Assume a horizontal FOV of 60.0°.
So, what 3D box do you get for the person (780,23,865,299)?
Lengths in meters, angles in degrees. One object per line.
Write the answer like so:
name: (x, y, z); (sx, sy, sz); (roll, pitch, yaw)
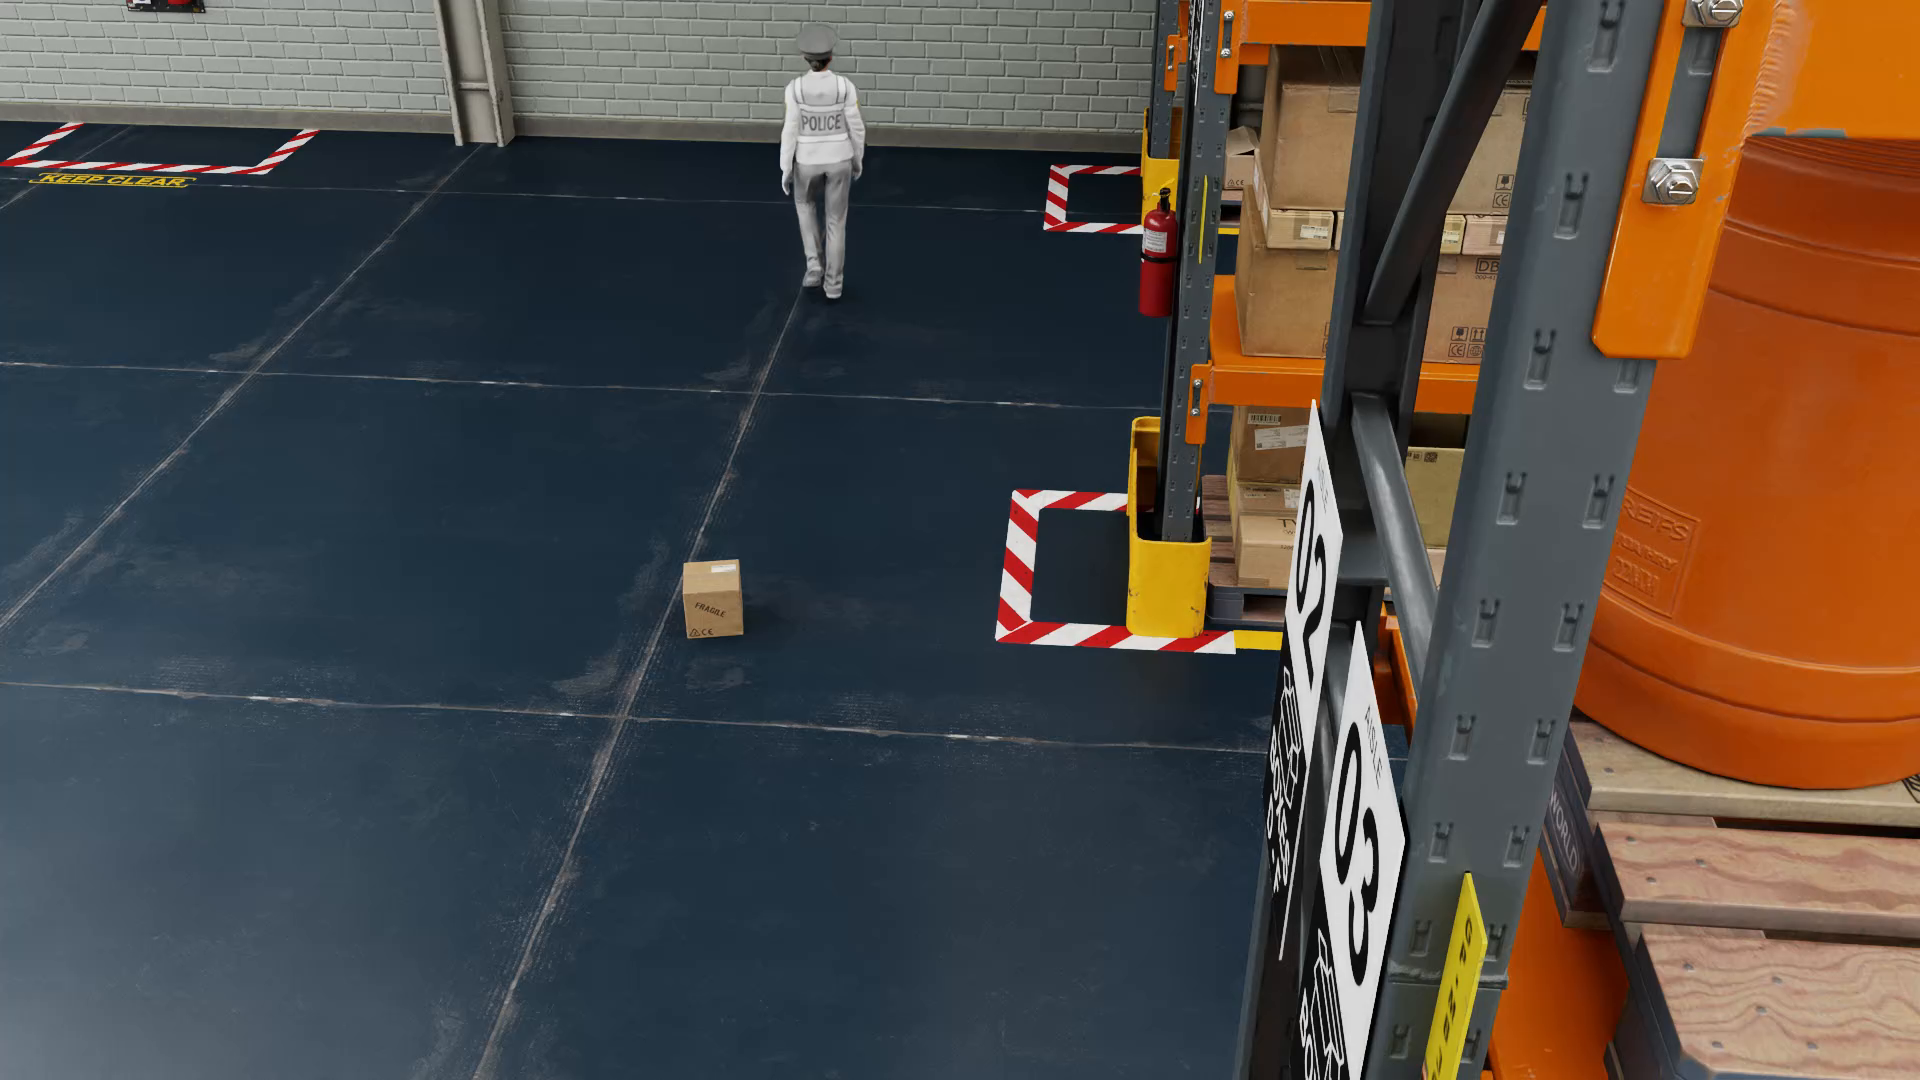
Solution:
person: (-0.846, -2.328, 10.298); (0.527, 1.724, 0.472); (-2, 32, -3)
